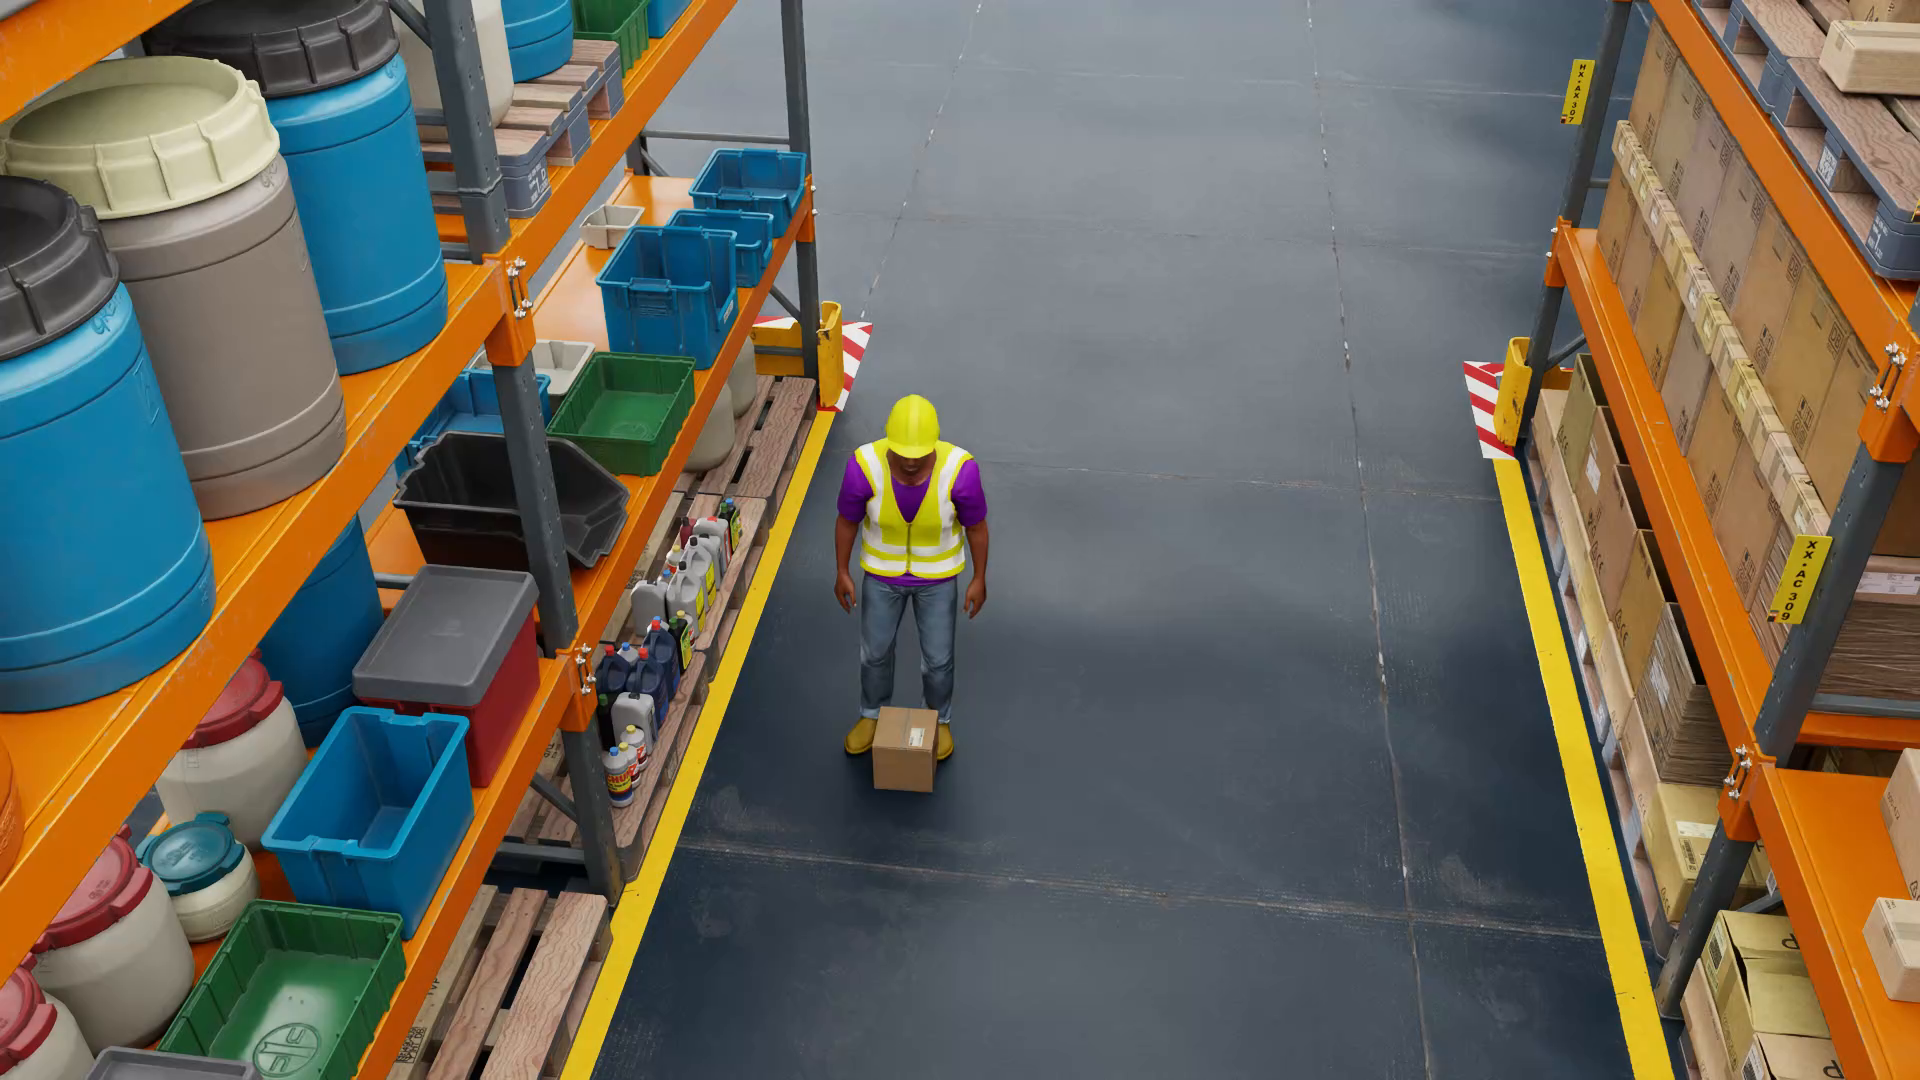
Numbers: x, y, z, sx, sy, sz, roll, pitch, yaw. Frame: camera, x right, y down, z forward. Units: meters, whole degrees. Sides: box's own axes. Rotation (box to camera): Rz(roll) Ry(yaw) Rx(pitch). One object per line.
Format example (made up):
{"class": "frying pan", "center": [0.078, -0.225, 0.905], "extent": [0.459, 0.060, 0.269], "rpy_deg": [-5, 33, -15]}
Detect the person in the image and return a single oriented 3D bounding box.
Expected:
{"class": "person", "center": [-0.201, 0.150, 6.819], "extent": [0.633, 1.759, 0.462], "rpy_deg": [2, 36, 3]}
